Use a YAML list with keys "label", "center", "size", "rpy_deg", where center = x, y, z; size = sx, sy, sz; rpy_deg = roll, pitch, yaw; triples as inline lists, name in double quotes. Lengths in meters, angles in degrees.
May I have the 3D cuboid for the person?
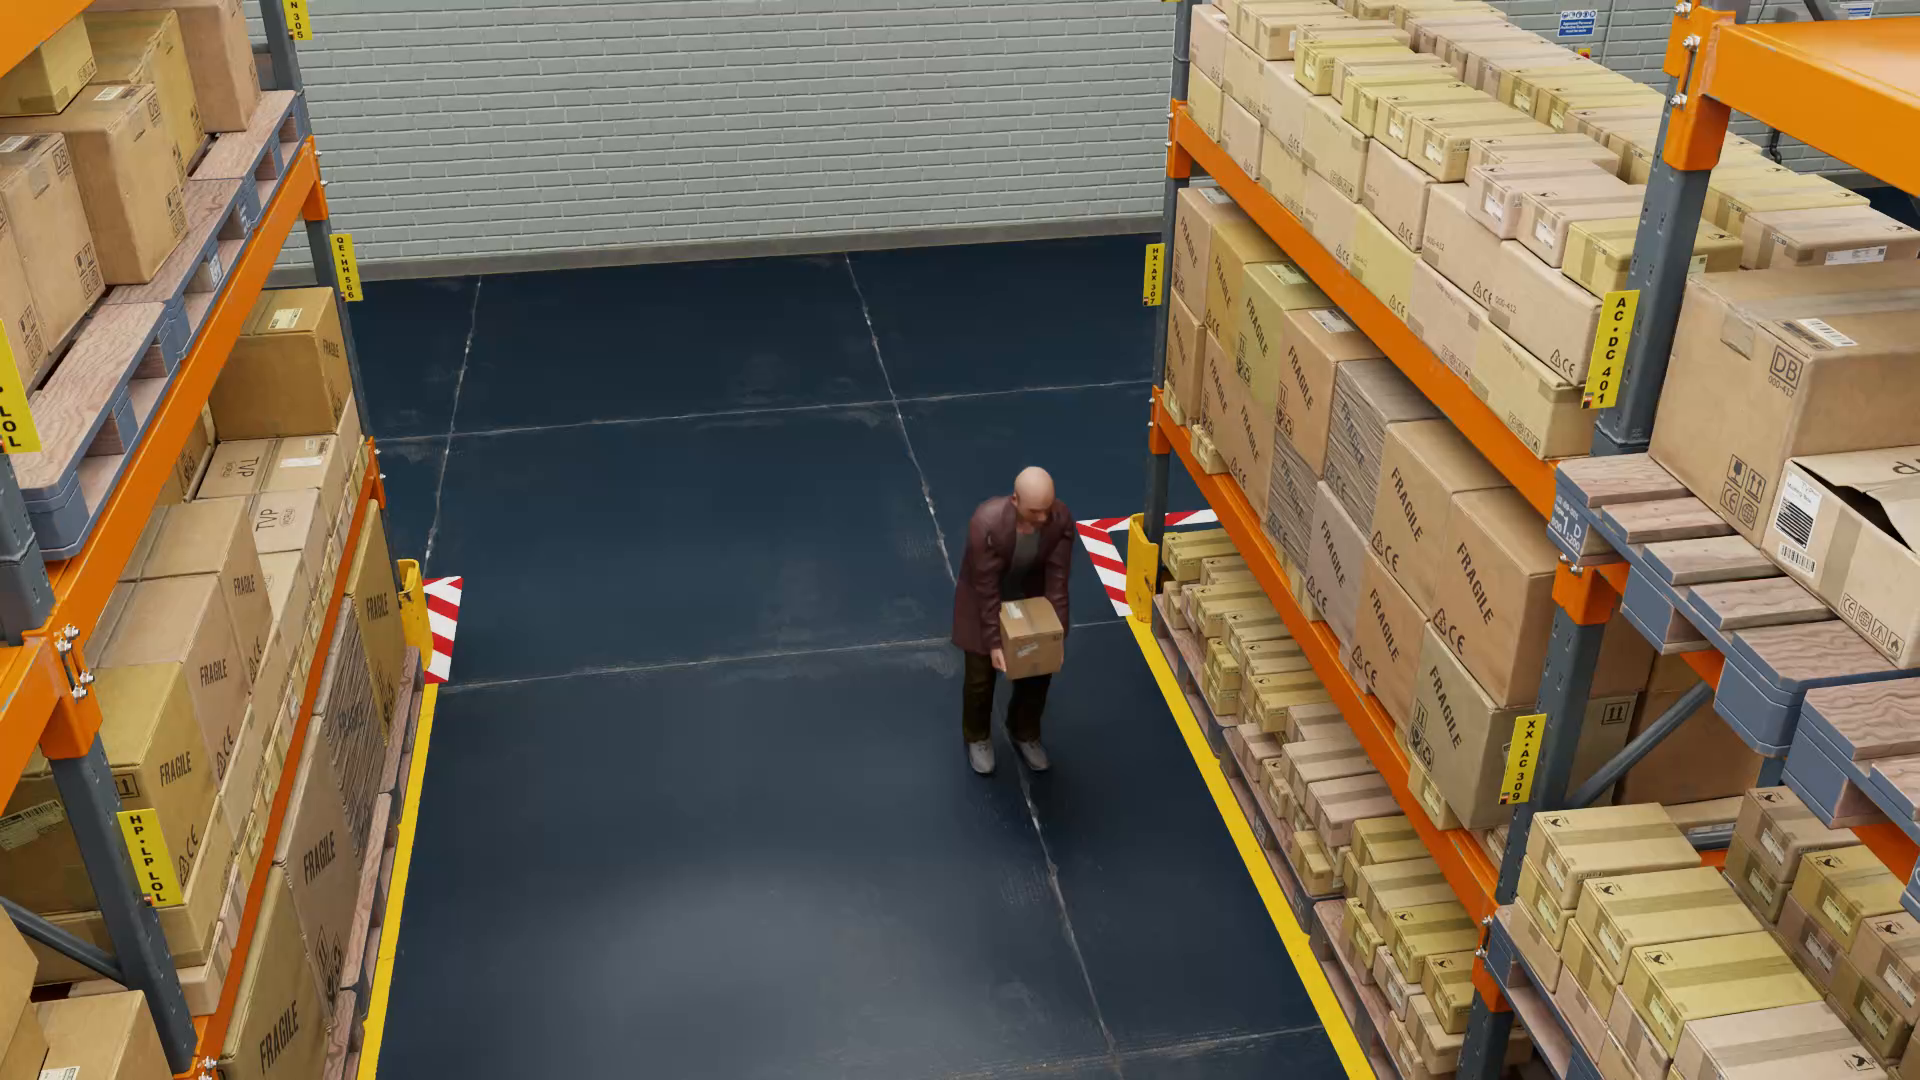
- label: "person"
  center: [0.240, 0.348, 7.655]
  size: [0.536, 1.689, 0.638]
  rpy_deg: [-9, 31, -14]
